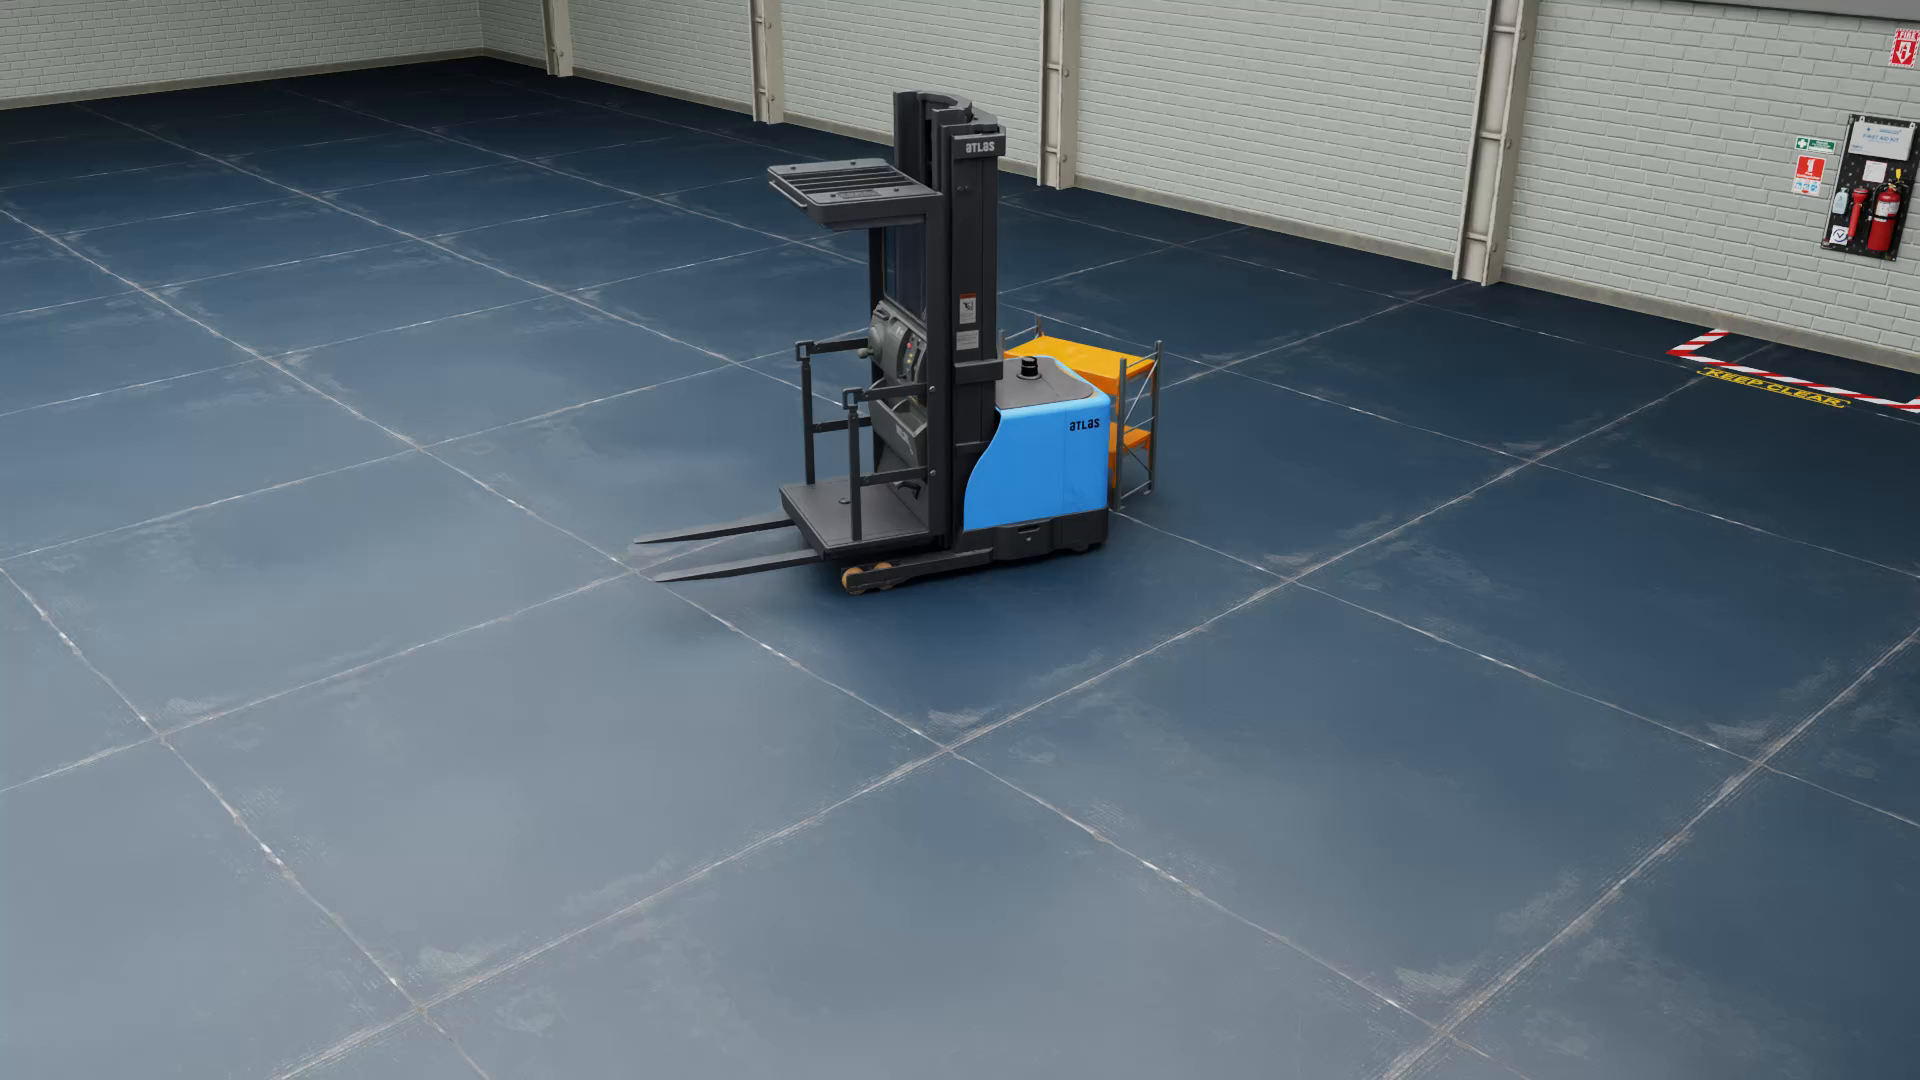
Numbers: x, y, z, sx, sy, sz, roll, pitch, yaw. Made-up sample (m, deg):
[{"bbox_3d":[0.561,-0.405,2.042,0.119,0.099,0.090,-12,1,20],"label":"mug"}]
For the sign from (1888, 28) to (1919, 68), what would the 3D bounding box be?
[{"bbox_3d":[7.830,-4.077,13.780,0.001,0.298,0.199,-21,32,-38],"label":"sign"}]

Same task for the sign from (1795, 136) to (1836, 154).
[{"bbox_3d":[7.457,-3.442,14.499,0.001,0.109,0.331,-21,32,-38],"label":"sign"}]

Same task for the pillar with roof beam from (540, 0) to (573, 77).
[{"bbox_3d":[-10.122,-11.012,24.546,9.100,9.000,0.400,-21,32,-38],"label":"pillar with roof beam"}]

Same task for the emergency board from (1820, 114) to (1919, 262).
[{"bbox_3d":[7.763,-2.992,14.194,0.194,1.169,0.643,-21,32,-38],"label":"emergency board"}]

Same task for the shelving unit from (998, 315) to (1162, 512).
[{"bbox_3d":[0.840,-0.921,11.913,1.048,1.125,0.538,18,30,34],"label":"shelving unit"}]

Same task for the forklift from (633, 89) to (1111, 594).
[{"bbox_3d":[-0.581,-1.238,10.432,3.031,2.935,1.130,-9,26,-20],"label":"forklift"}]

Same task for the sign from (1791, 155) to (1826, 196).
[{"bbox_3d":[7.460,-3.205,14.618,0.001,0.329,0.234,-21,32,-38],"label":"sign"}]

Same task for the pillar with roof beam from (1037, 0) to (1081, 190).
[{"bbox_3d":[-1.920,-7.376,16.576,9.100,9.000,0.400,-21,32,-38],"label":"pillar with roof beam"}]

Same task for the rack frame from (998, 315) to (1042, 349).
[{"bbox_3d":[0.437,-1.049,12.194,0.032,1.125,0.500,18,30,34],"label":"rack frame"}]

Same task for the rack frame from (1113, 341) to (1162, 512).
[{"bbox_3d":[1.243,-0.792,11.631,0.032,1.125,0.500,18,30,34],"label":"rack frame"}]

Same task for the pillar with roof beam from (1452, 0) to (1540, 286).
[{"bbox_3d":[2.181,-5.558,12.592,9.100,9.000,0.400,-21,32,-38],"label":"pillar with roof beam"}]

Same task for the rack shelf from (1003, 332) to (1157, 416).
[{"bbox_3d":[0.840,-1.187,11.791,1.000,0.278,0.538,18,30,34],"label":"rack shelf"}]

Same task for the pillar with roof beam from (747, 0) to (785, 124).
[{"bbox_3d":[-6.021,-9.194,20.561,9.100,9.000,0.400,-21,32,-38],"label":"pillar with roof beam"}]

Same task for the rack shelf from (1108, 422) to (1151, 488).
[{"bbox_3d":[0.840,-0.698,12.014,1.000,0.278,0.538,18,30,34],"label":"rack shelf"}]

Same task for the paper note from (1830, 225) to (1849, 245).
[{"bbox_3d":[7.692,-2.664,14.537,0.016,0.148,0.142,-21,32,-38],"label":"paper note"}]
